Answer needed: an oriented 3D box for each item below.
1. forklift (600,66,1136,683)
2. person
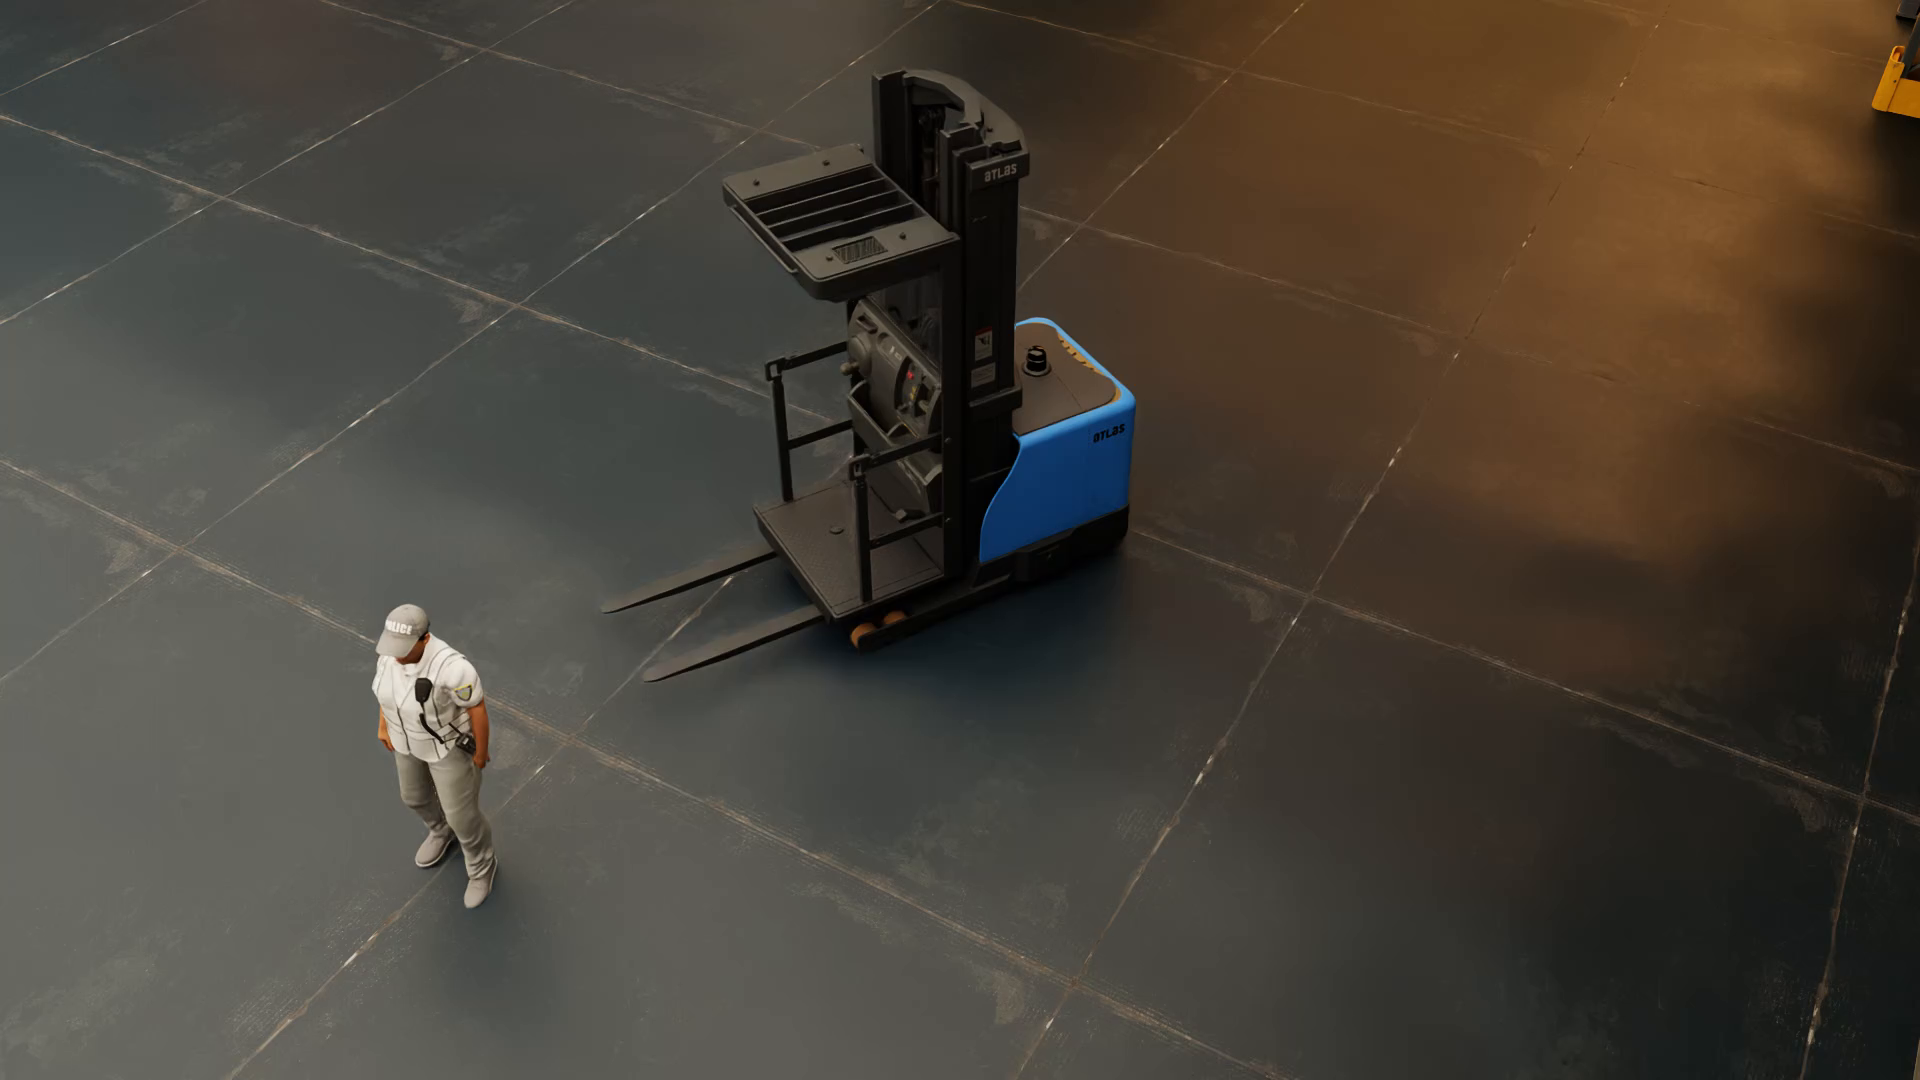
[{"bbox_3d":[-0.533,-0.871,8.781,3.031,2.935,1.130,-21,46,-22],"label":"forklift"},{"bbox_3d":[-2.455,0.968,7.704,0.555,1.696,0.494,17,45,18],"label":"person"}]
